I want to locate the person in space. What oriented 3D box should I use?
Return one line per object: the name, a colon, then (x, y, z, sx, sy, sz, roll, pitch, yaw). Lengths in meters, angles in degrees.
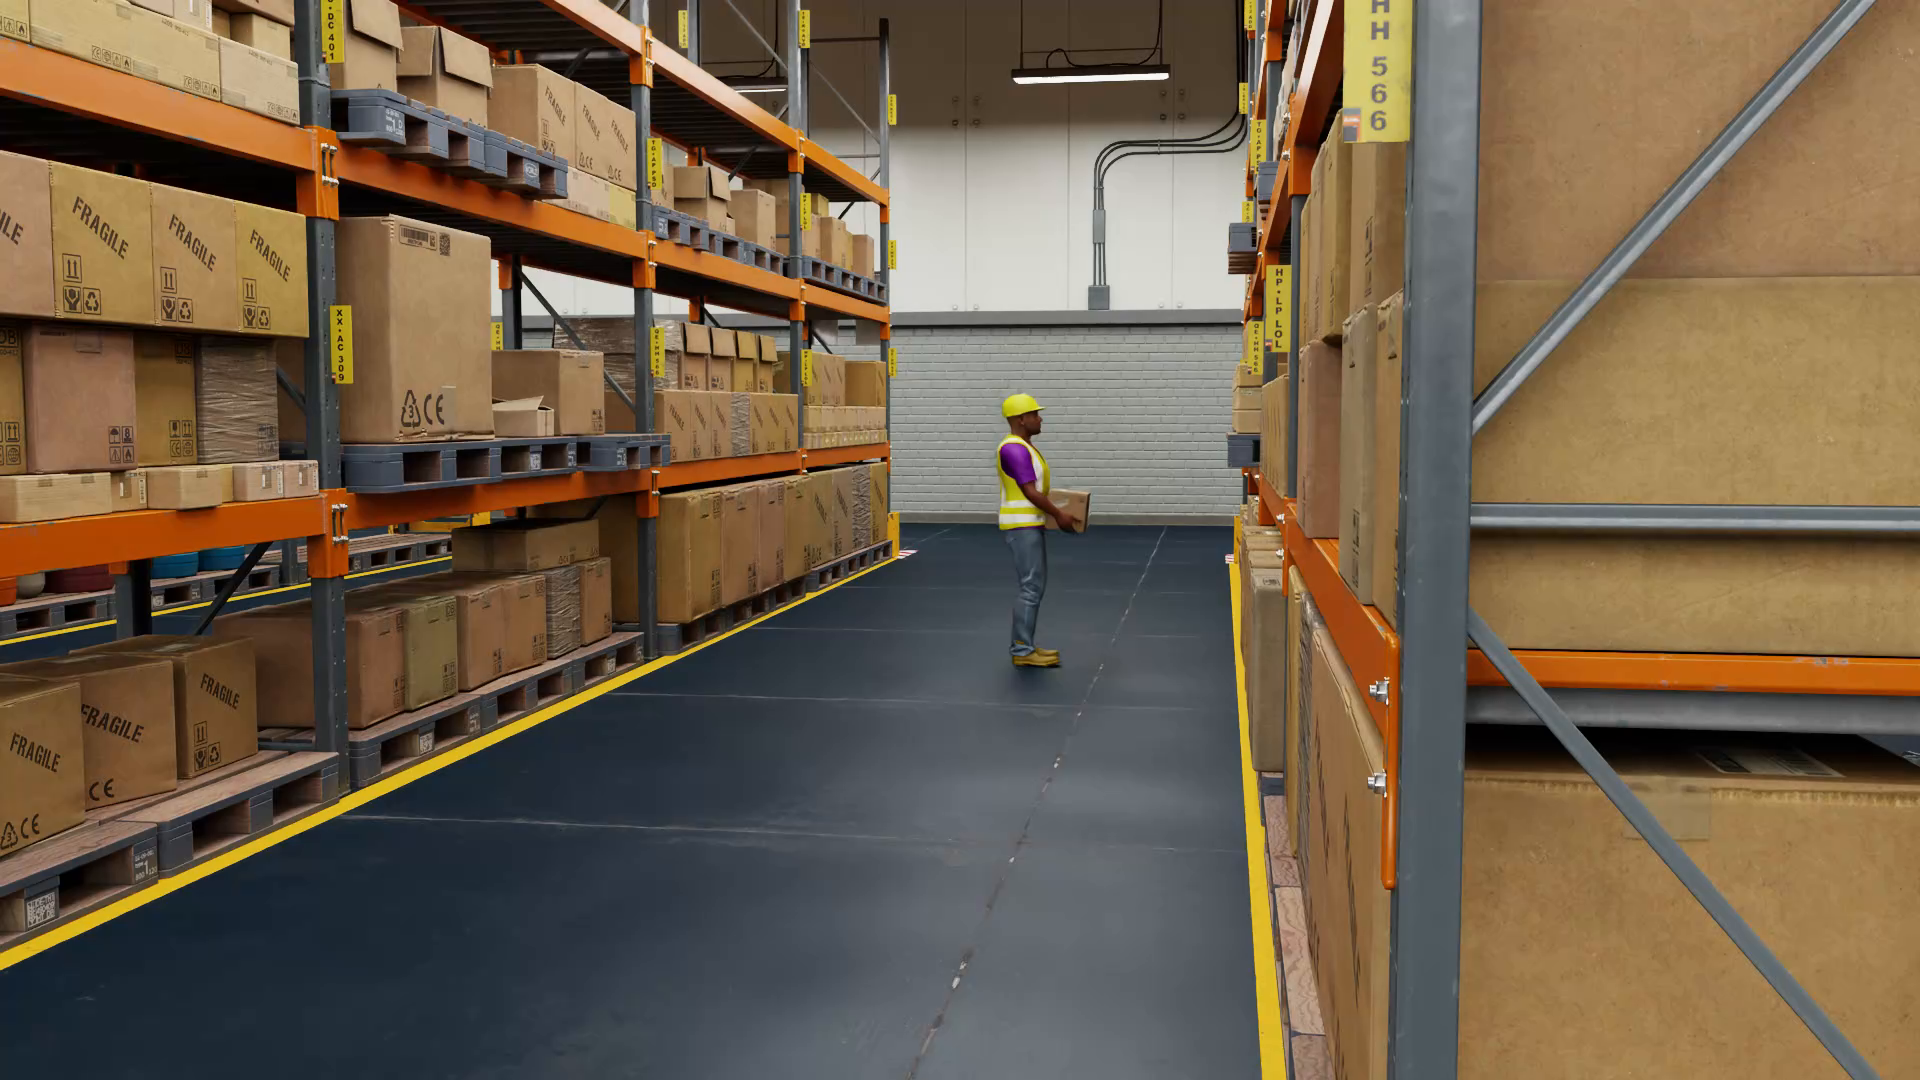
person: (0.527, -0.070, 10.892, 0.567, 1.769, 0.528, 1, 4, 8)
